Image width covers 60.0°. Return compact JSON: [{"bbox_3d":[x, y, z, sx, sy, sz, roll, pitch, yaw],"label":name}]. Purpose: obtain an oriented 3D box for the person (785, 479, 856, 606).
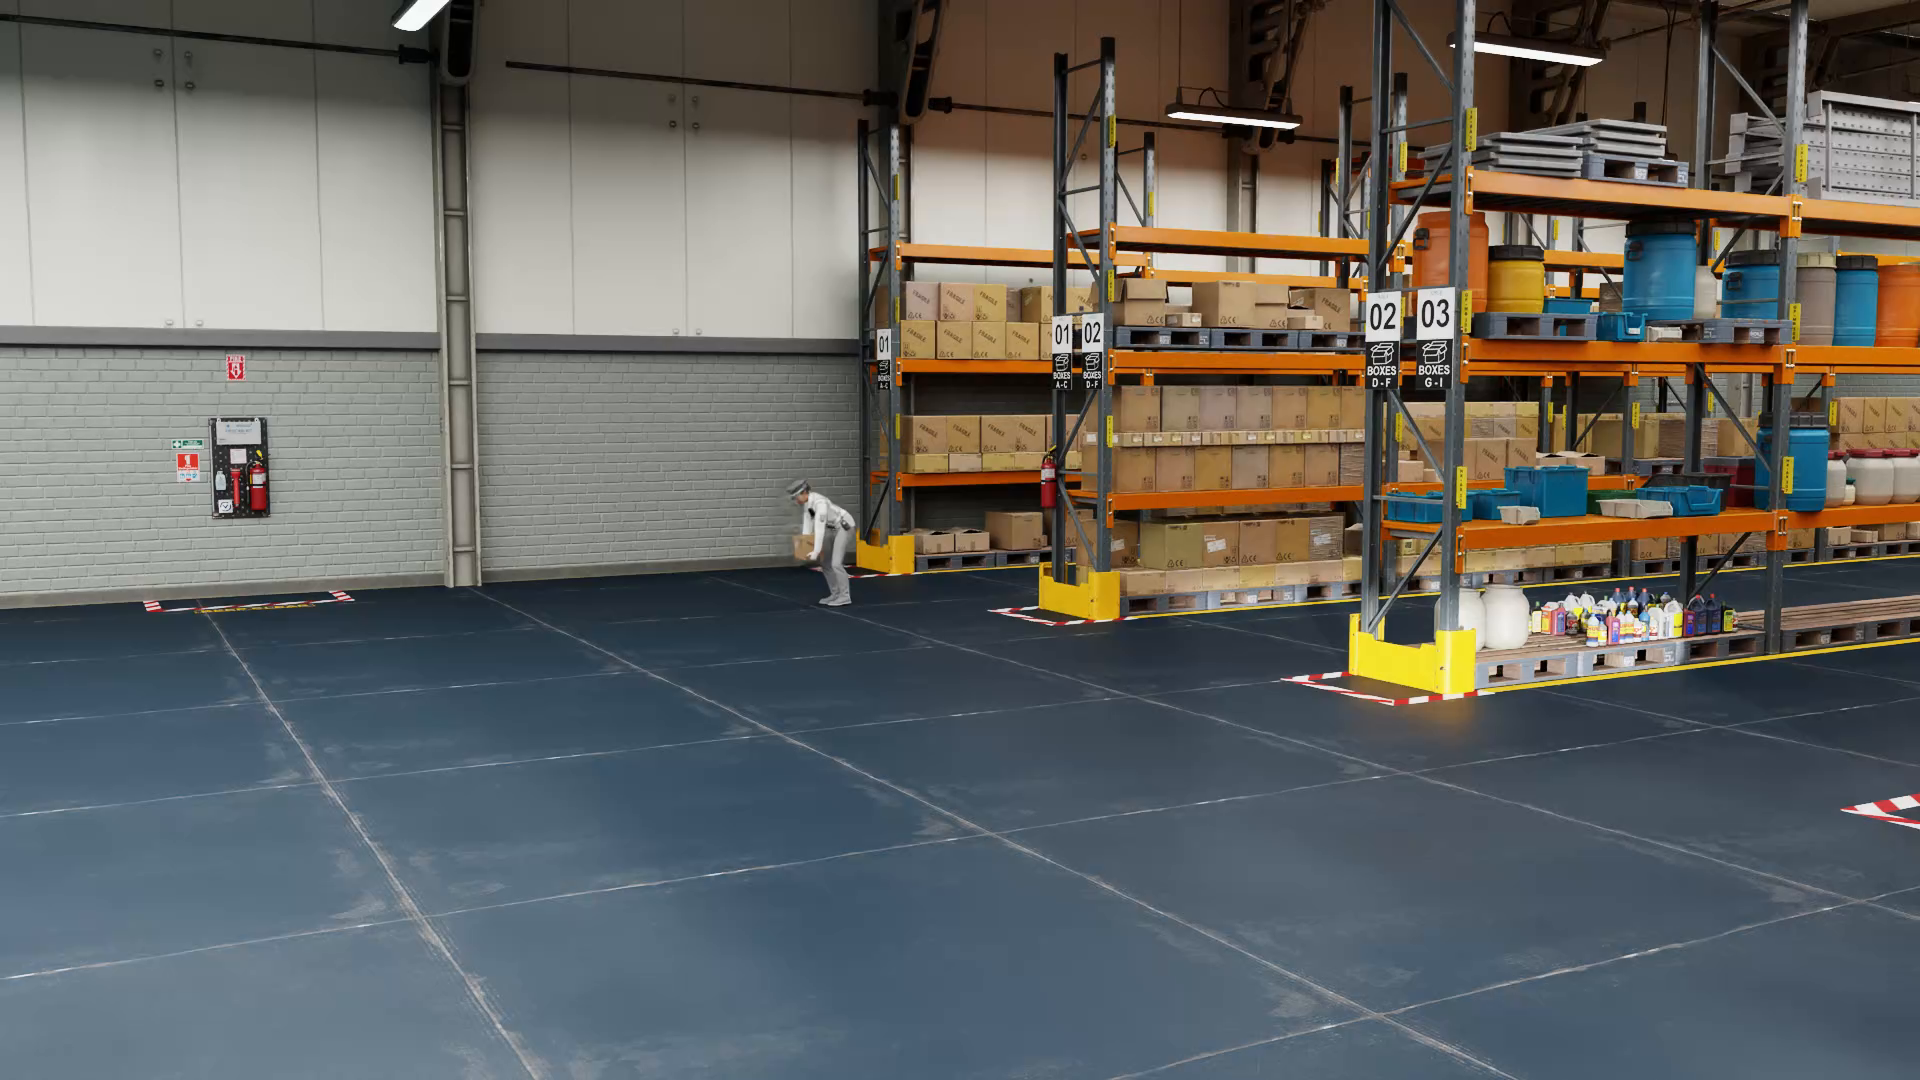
[{"bbox_3d":[-1.562,0.028,18.558,0.814,1.427,0.409,-3,6,-30],"label":"person"}]
